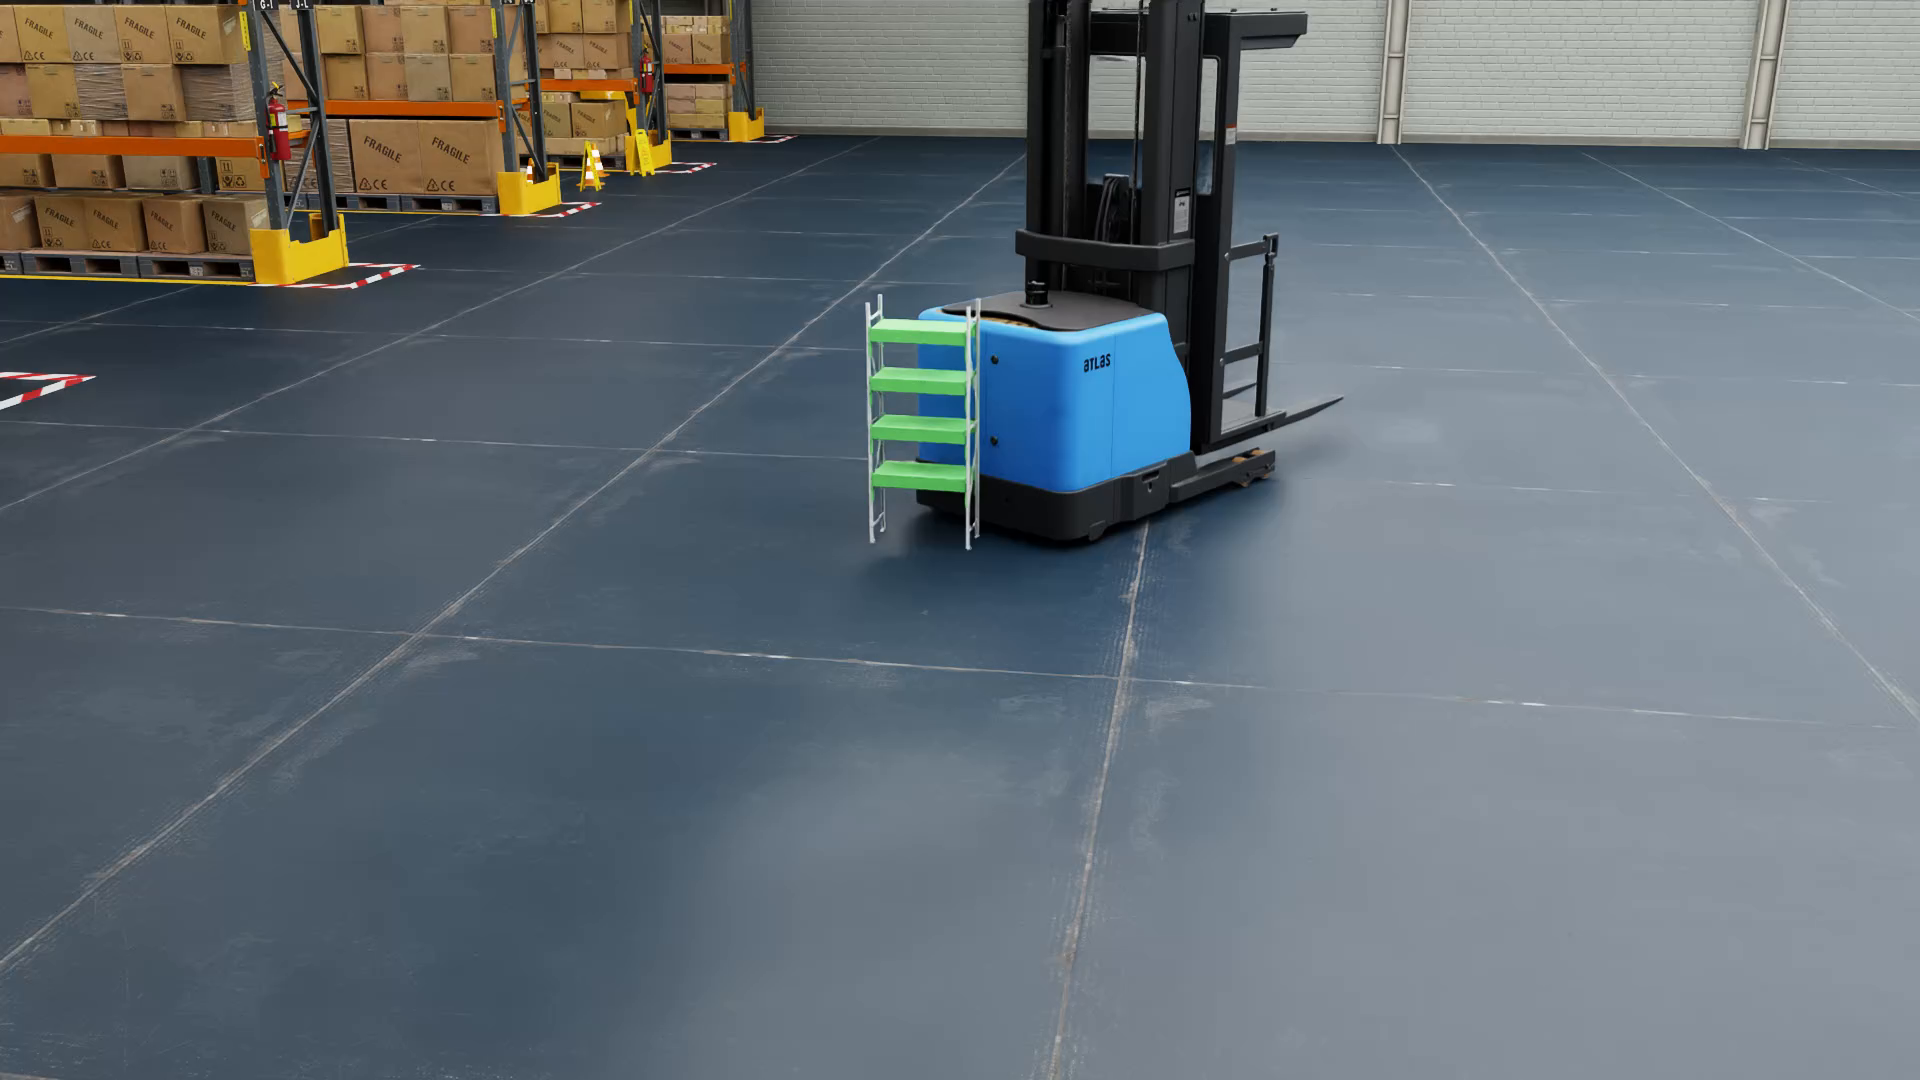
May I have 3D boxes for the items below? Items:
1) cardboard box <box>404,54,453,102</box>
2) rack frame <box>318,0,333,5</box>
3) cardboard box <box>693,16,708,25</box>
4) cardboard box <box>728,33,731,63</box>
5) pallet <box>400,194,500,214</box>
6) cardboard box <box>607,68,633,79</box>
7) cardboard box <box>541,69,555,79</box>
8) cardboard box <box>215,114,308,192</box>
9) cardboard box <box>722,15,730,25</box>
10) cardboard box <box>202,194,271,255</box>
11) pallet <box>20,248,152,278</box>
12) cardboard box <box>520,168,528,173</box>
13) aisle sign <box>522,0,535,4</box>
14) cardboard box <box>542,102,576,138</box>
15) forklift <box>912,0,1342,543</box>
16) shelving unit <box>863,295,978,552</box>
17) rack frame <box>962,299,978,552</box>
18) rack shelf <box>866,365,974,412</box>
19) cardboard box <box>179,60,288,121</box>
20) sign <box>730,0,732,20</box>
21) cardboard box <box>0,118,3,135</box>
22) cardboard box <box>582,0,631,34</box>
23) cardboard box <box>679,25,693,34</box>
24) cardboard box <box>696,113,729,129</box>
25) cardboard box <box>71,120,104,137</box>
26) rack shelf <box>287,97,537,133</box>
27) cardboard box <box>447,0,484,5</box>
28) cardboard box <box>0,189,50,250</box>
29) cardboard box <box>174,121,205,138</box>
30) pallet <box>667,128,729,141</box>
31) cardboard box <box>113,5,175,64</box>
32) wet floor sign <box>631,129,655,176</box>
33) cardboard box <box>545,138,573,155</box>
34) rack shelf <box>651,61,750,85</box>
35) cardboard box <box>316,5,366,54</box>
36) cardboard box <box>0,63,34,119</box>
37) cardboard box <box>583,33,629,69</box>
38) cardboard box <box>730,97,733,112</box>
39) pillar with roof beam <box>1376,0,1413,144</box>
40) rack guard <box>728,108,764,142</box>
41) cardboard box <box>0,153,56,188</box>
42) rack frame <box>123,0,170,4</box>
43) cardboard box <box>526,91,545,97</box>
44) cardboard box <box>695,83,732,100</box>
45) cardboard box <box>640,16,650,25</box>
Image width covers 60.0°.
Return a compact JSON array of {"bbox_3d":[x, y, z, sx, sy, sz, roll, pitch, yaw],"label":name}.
[{"bbox_3d":[-6.231,-5.607,20.097,0.550,0.550,0.875,3,19,9],"label":"cardboard box"},{"bbox_3d":[-11.741,-9.024,30.547,0.127,3.000,1.000,3,19,9],"label":"rack frame"},{"bbox_3d":[-4.478,-9.072,29.042,0.250,0.149,0.380,3,19,9],"label":"cardboard box"},{"bbox_3d":[-4.288,-8.781,29.662,0.500,0.500,0.500,4,19,10],"label":"cardboard box"},{"bbox_3d":[-6.113,-4.204,20.535,1.213,0.211,1.003,3,19,9],"label":"pallet"},{"bbox_3d":[-5.029,-6.899,24.591,0.250,0.149,0.380,4,19,10],"label":"cardboard box"},{"bbox_3d":[-6.036,-6.957,24.764,0.250,0.149,0.380,3,19,9],"label":"cardboard box"},{"bbox_3d":[-8.651,-4.850,20.757,0.875,0.875,0.875,3,19,9],"label":"cardboard box"},{"bbox_3d":[-4.140,-9.202,29.428,0.250,0.149,0.380,3,19,8],"label":"cardboard box"},{"bbox_3d":[-6.812,-3.012,15.856,0.500,0.500,0.500,7,20,19],"label":"cardboard box"},{"bbox_3d":[-8.271,-2.757,16.211,1.213,0.211,1.003,3,19,9],"label":"pallet"},{"bbox_3d":[-6.240,-5.148,23.453,0.250,0.149,0.380,14,23,37],"label":"cardboard box"},{"bbox_3d":[-5.194,-6.834,19.903,0.004,0.787,0.394,3,19,9],"label":"aisle sign"},{"bbox_3d":[-5.974,-6.301,24.898,0.500,0.500,0.500,4,19,11],"label":"cardboard box"},{"bbox_3d":[1.104,-1.771,8.976,1.130,2.935,3.031,16,24,39],"label":"forklift"},{"bbox_3d":[-0.186,-0.568,8.109,0.503,1.200,0.258,5,19,15],"label":"shelving unit"},{"bbox_3d":[0.049,-0.547,8.048,0.015,1.200,0.240,5,19,15],"label":"rack frame"},{"bbox_3d":[-0.186,-0.735,8.053,0.480,0.148,0.258,5,19,15],"label":"rack shelf"},{"bbox_3d":[-6.737,-4.187,15.462,0.500,0.500,0.875,3,19,9],"label":"cardboard box"},{"bbox_3d":[-3.942,-9.114,28.616,0.005,0.325,0.100,3,19,9],"label":"sign"},{"bbox_3d":[-8.998,-3.883,15.578,0.250,0.149,0.380,3,19,9],"label":"cardboard box"},{"bbox_3d":[-5.165,-7.686,24.346,0.500,0.500,0.700,2,19,7],"label":"cardboard box"},{"bbox_3d":[-4.733,-8.942,29.121,0.250,0.149,0.380,3,19,10],"label":"cardboard box"},{"bbox_3d":[-4.356,-7.442,29.488,0.500,0.250,0.500,3,19,9],"label":"cardboard box"},{"bbox_3d":[-8.010,-3.835,15.433,0.250,0.149,0.380,3,19,9],"label":"cardboard box"},{"bbox_3d":[-7.286,-5.270,20.460,4.000,0.370,1.077,3,19,9],"label":"rack shelf"},{"bbox_3d":[-7.183,-7.774,24.608,0.500,0.500,0.700,3,19,7],"label":"cardboard box"},{"bbox_3d":[-9.192,-3.118,16.171,0.500,0.500,0.500,9,21,26],"label":"cardboard box"},{"bbox_3d":[-7.014,-3.802,15.333,0.250,0.149,0.380,3,19,9],"label":"cardboard box"},{"bbox_3d":[-4.604,-7.325,29.862,1.213,0.211,1.003,3,19,9],"label":"pallet"},{"bbox_3d":[-7.275,-4.598,15.116,0.500,0.500,0.500,3,19,9],"label":"cardboard box"},{"bbox_3d":[-4.608,-5.605,24.038,0.232,0.644,0.267,10,21,27],"label":"wet floor sign"},{"bbox_3d":[-5.977,-5.947,25.020,0.500,0.250,0.500,3,19,9],"label":"cardboard box"},{"bbox_3d":[-5.817,-8.381,29.758,4.000,0.370,1.077,3,19,9],"label":"rack shelf"},{"bbox_3d":[-7.305,-6.180,20.108,0.500,0.550,0.875,3,19,9],"label":"cardboard box"},{"bbox_3d":[-8.715,-4.280,15.740,0.500,0.500,0.875,3,19,9],"label":"cardboard box"},{"bbox_3d":[-5.206,-7.196,24.456,0.500,0.500,0.500,3,19,8],"label":"cardboard box"},{"bbox_3d":[-4.274,-7.843,29.899,0.500,0.250,0.500,3,19,10],"label":"cardboard box"},{"bbox_3d":[6.778,-9.831,23.504,0.400,9.000,9.100,3,19,9],"label":"pillar with roof beam"},{"bbox_3d":[-3.819,-7.435,29.736,0.348,0.500,1.175,3,19,9],"label":"rack guard"},{"bbox_3d":[-11.759,-4.944,21.235,0.750,0.750,1.050,3,19,9],"label":"cardboard box"},{"bbox_3d":[-12.525,-7.469,25.899,0.127,3.000,1.000,3,19,9],"label":"rack frame"},{"bbox_3d":[-6.339,-6.608,24.794,0.250,0.149,0.380,4,19,11],"label":"cardboard box"},{"bbox_3d":[-4.347,-7.917,29.332,0.500,0.250,0.500,4,19,10],"label":"cardboard box"},{"bbox_3d":[-5.506,-9.103,29.132,0.250,0.149,0.380,3,19,10],"label":"cardboard box"}]
